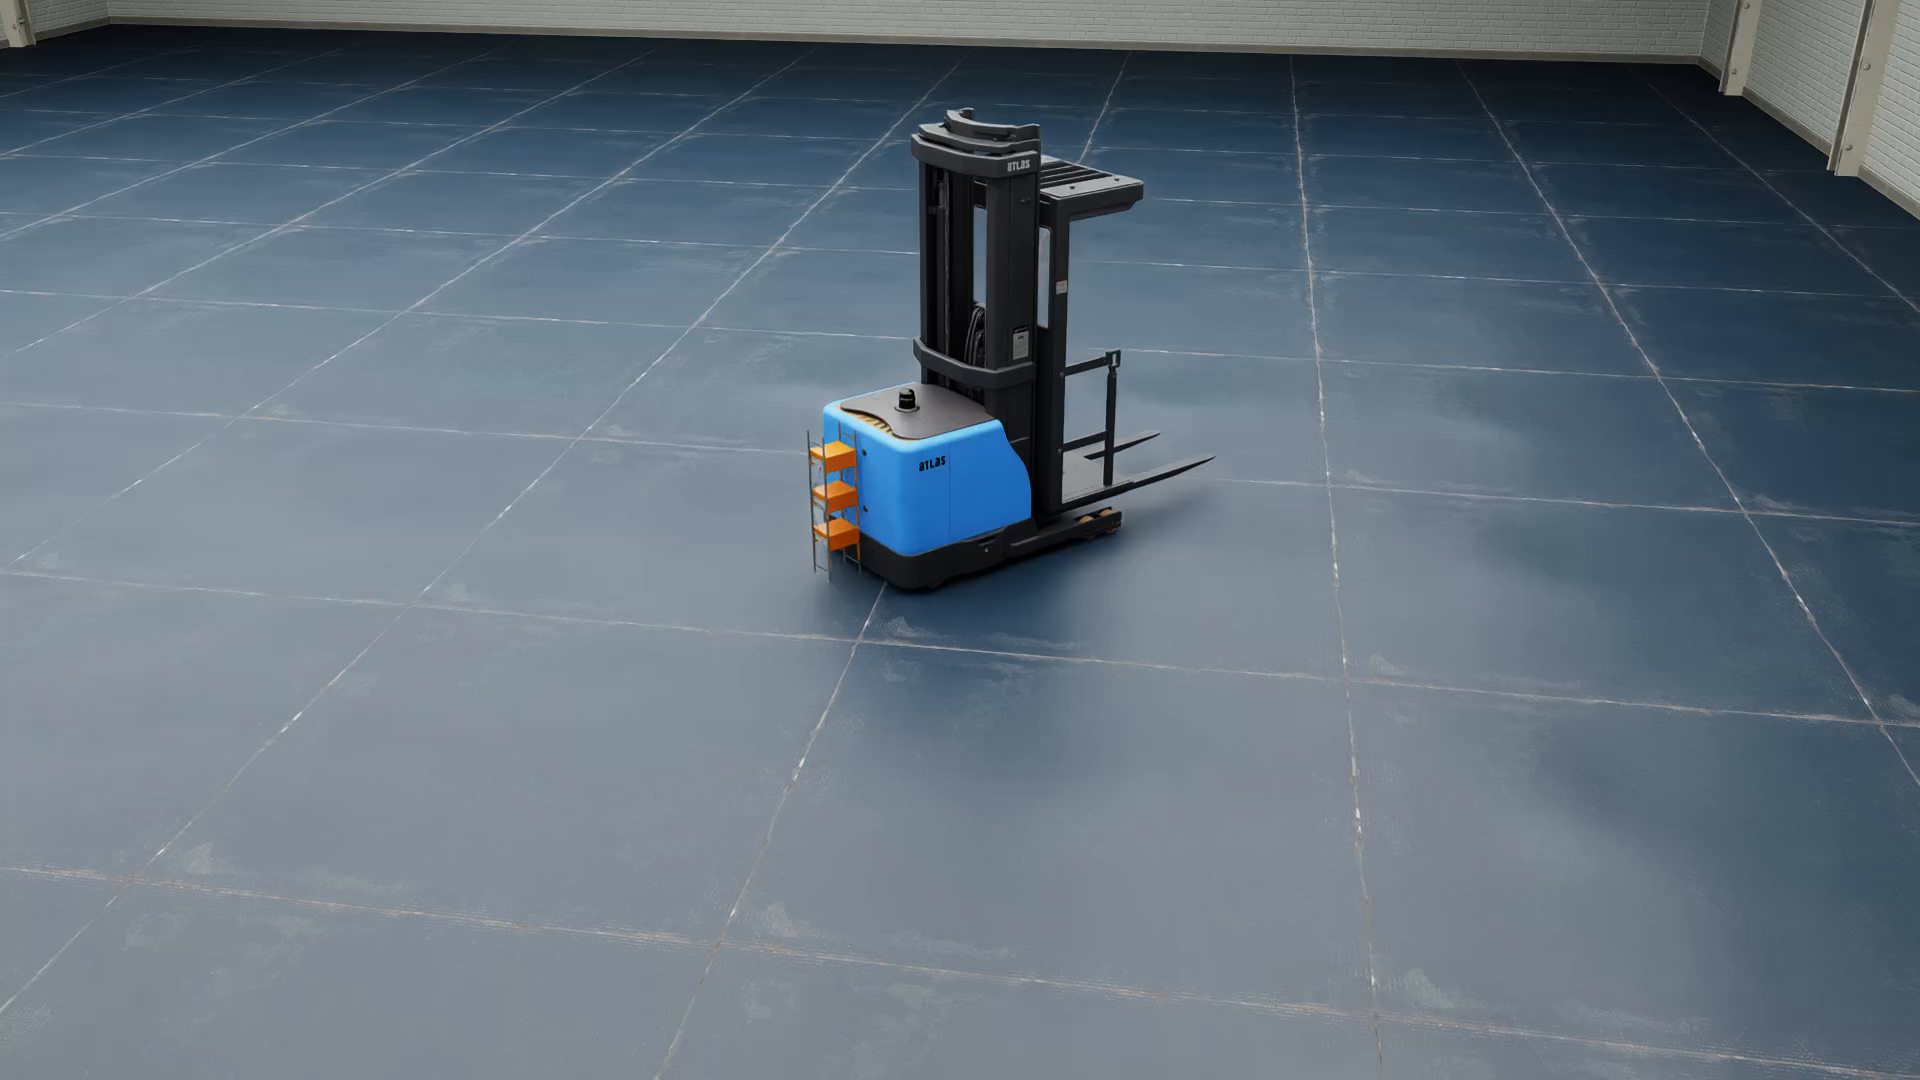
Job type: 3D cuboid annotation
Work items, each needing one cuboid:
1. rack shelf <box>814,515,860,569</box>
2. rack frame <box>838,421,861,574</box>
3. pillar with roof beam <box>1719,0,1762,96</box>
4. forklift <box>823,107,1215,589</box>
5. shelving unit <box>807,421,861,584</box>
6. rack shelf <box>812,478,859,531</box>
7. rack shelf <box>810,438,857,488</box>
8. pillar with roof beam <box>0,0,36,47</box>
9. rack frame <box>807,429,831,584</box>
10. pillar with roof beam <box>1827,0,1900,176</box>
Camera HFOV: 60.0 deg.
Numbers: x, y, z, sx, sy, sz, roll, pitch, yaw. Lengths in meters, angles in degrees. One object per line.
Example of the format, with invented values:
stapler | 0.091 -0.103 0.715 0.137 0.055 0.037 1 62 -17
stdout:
rack shelf | -0.835 0.013 11.205 0.240 0.259 0.215 -19 31 -33
rack frame | -0.740 -0.280 11.148 0.008 1.050 0.200 -19 31 -33
pillar with roof beam | 8.593 -11.813 26.418 9.100 9.000 0.400 4 25 9
forklift | 0.537 -1.488 11.516 3.031 2.935 1.130 -18 30 -33
shelving unit | -0.837 -0.247 11.081 0.252 1.050 0.215 -19 31 -33
rack shelf | -0.837 -0.238 11.085 0.240 0.259 0.215 -19 31 -33
rack shelf | -0.839 -0.494 10.963 0.240 0.259 0.215 -19 31 -33
pillar with roof beam | -13.989 -13.399 29.806 9.100 9.000 0.400 4 25 9
rack frame | -0.934 -0.215 11.014 0.008 1.050 0.200 -19 31 -33
pillar with roof beam | 7.613 -9.304 21.057 9.100 9.000 0.400 4 25 9
